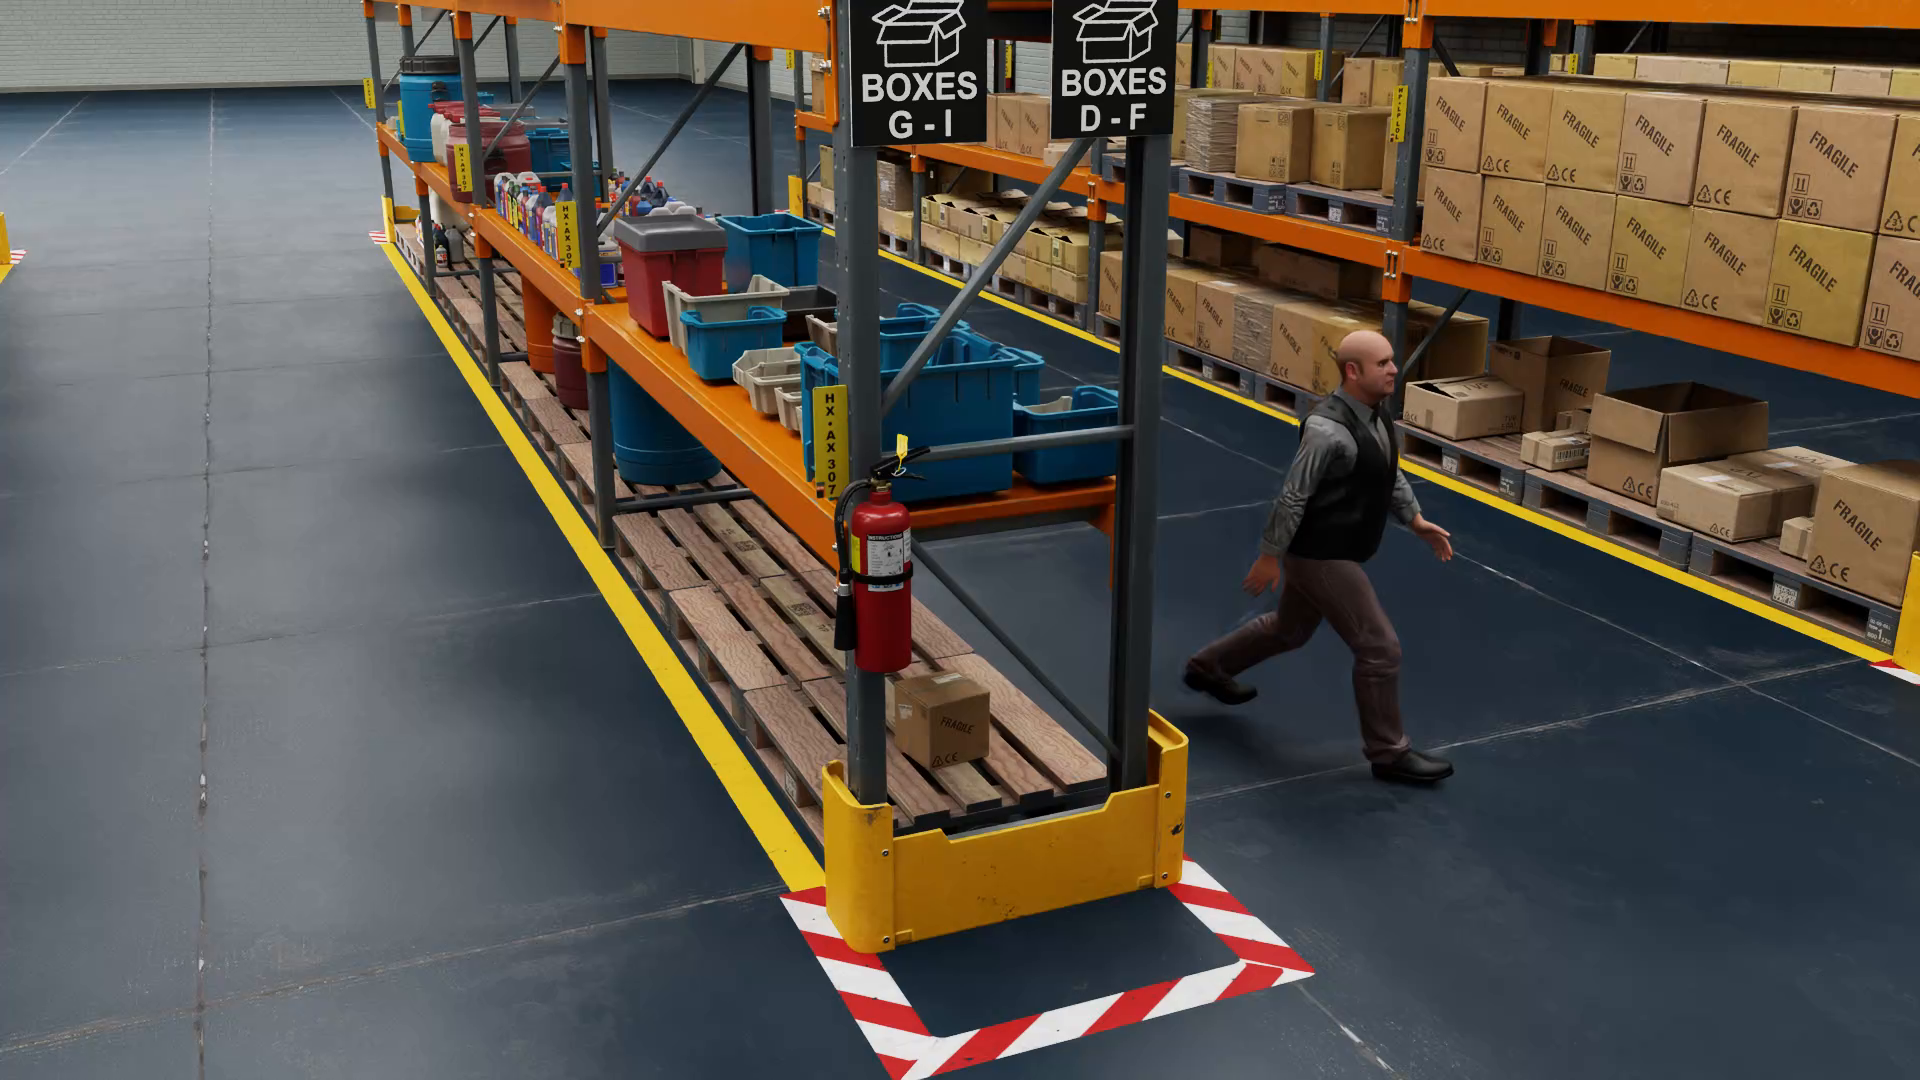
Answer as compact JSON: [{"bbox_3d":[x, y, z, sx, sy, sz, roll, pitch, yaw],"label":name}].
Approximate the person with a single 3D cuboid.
[{"bbox_3d":[1.352,0.063,6.185,1.117,1.567,0.597,10,21,28],"label":"person"}]
